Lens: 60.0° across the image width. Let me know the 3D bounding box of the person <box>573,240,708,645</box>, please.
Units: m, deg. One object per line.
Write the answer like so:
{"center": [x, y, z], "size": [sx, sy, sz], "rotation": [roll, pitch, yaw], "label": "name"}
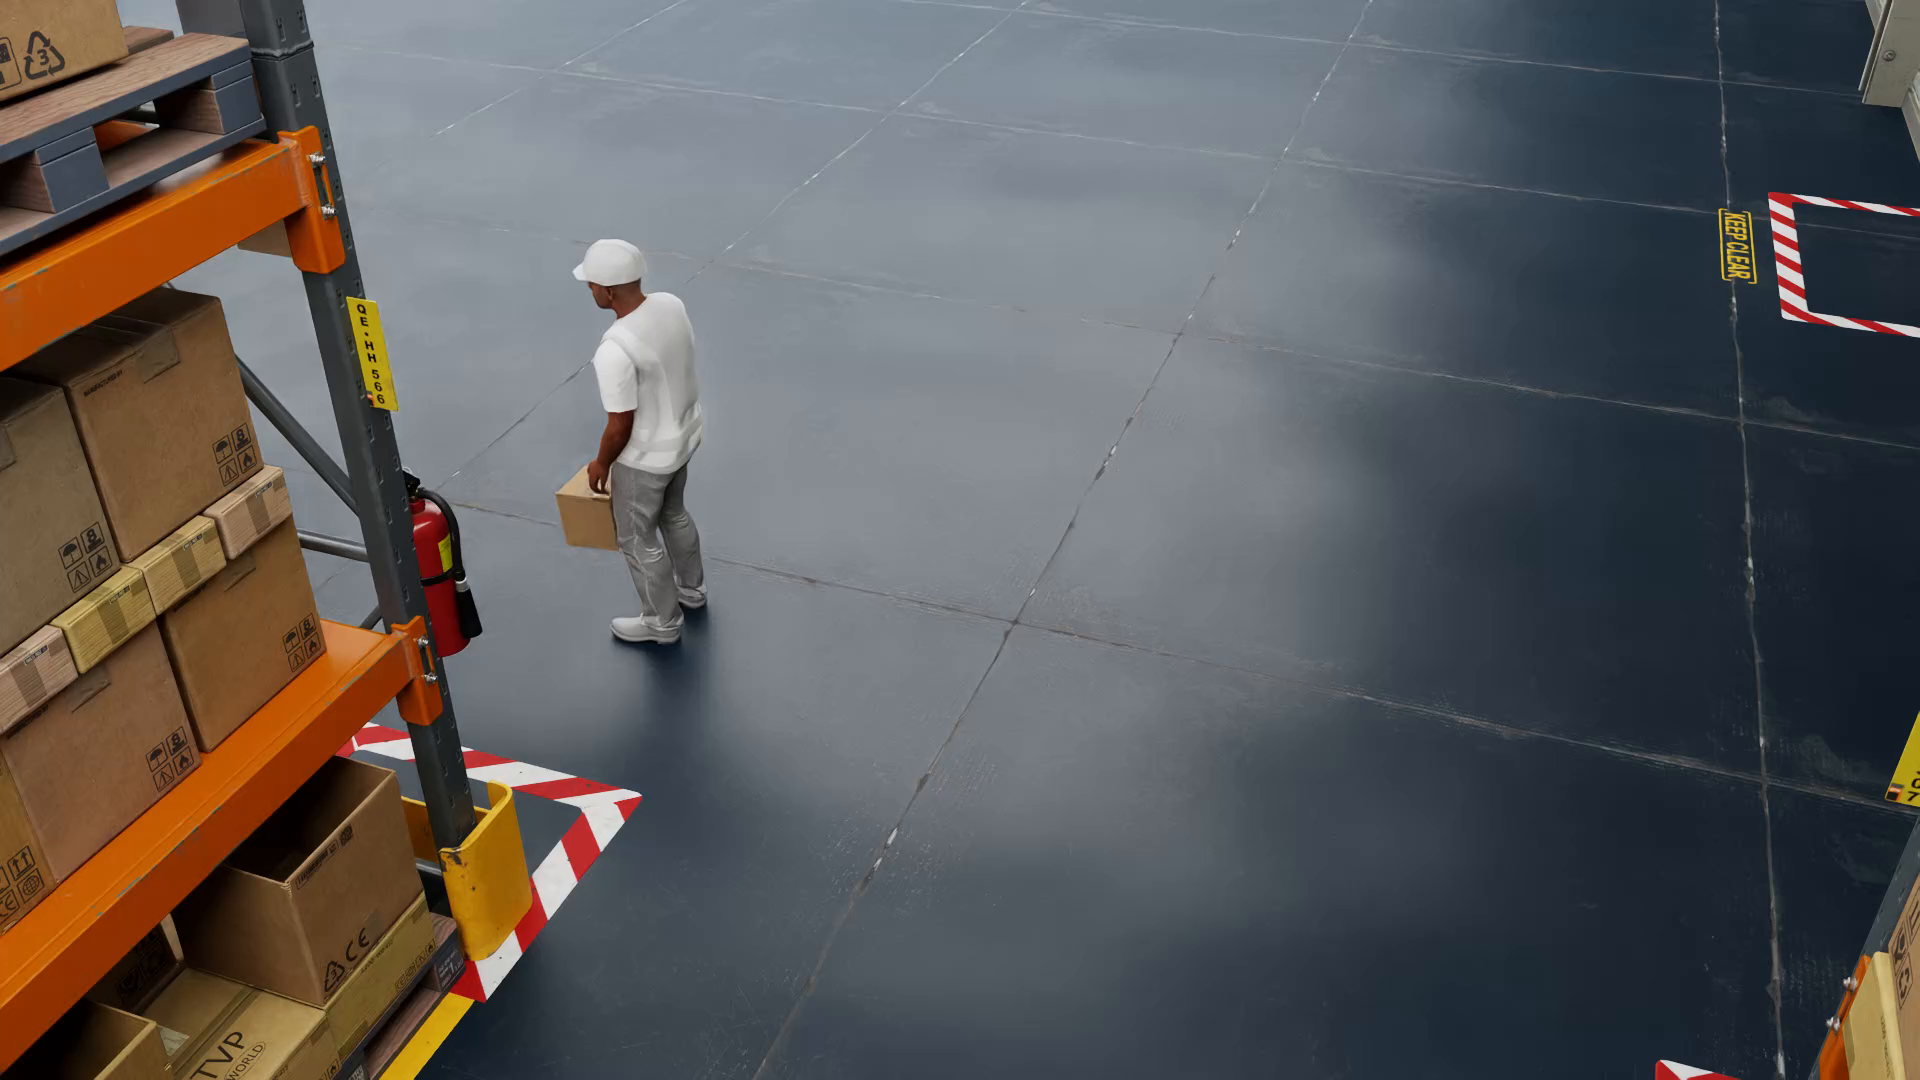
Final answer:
{"center": [-1.259, -0.385, 6.710], "size": [0.425, 1.765, 0.589], "rotation": [10, 34, 15], "label": "person"}
